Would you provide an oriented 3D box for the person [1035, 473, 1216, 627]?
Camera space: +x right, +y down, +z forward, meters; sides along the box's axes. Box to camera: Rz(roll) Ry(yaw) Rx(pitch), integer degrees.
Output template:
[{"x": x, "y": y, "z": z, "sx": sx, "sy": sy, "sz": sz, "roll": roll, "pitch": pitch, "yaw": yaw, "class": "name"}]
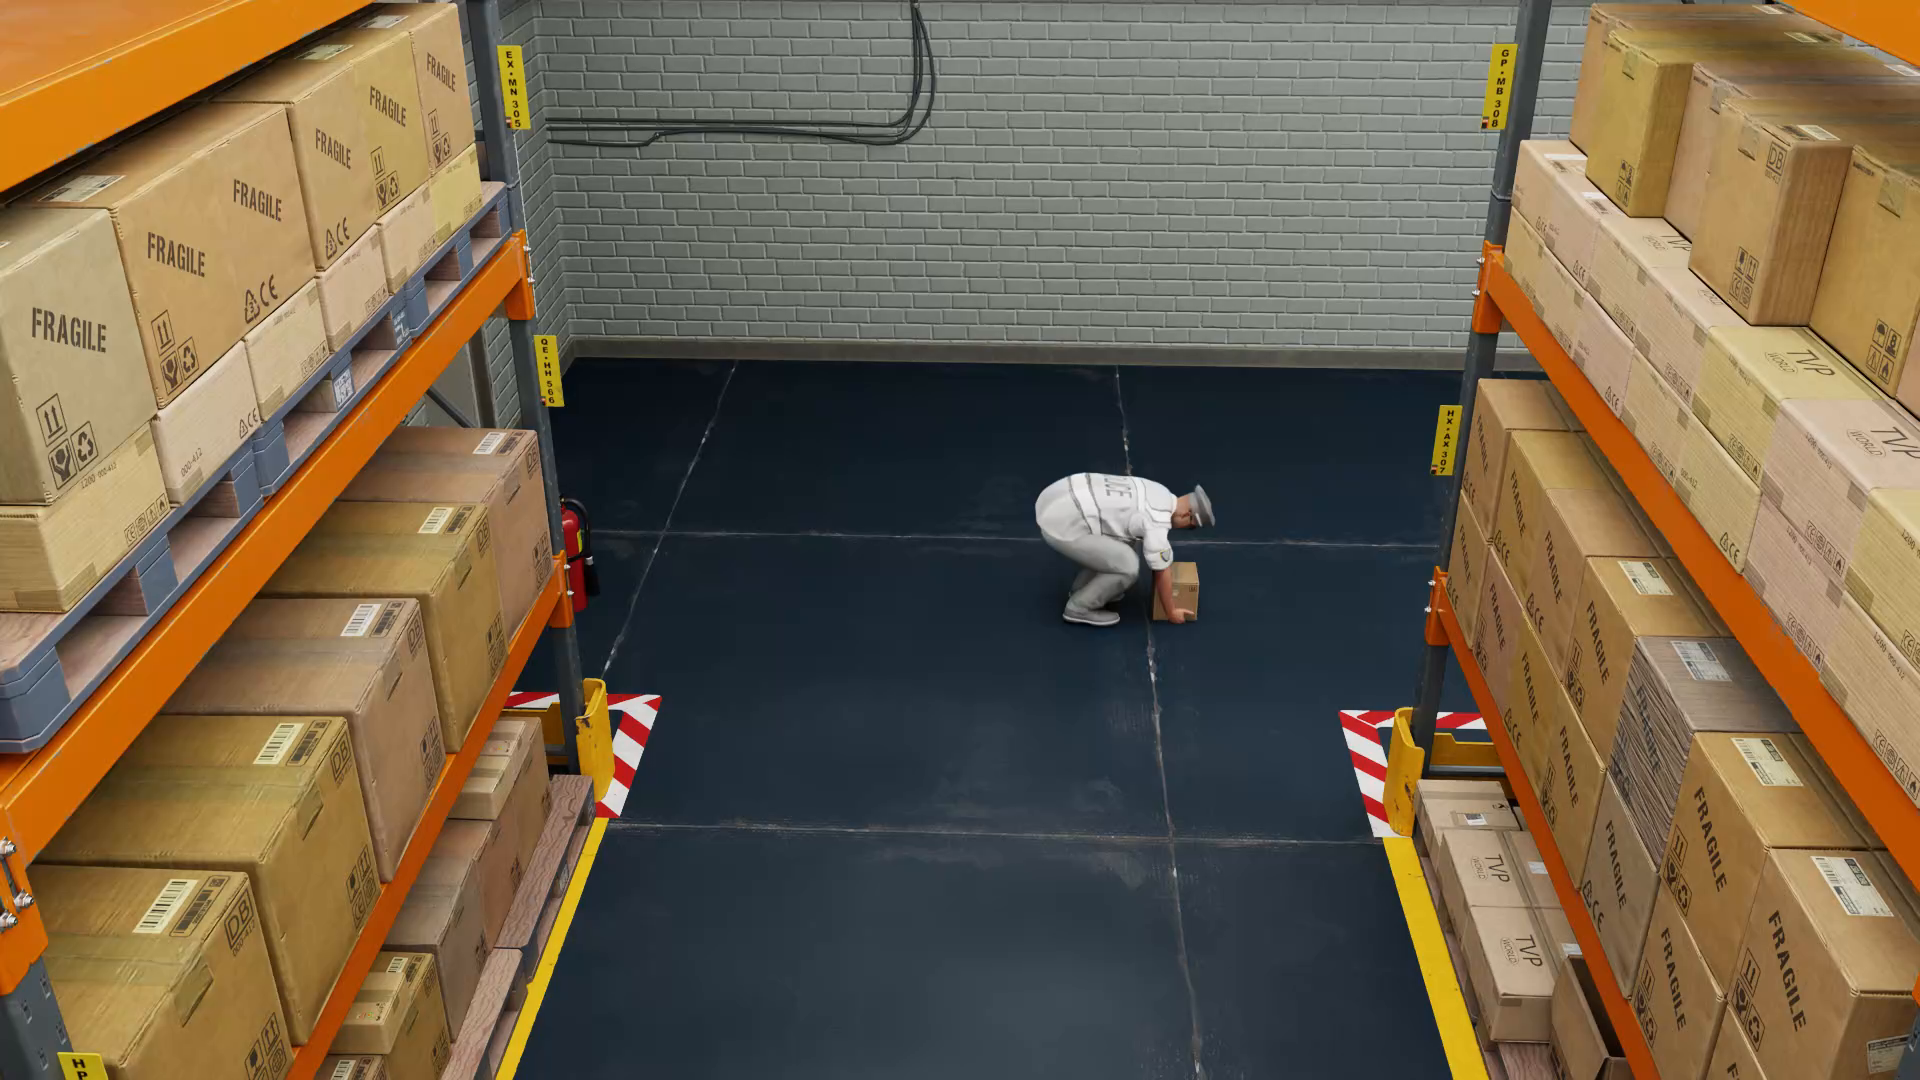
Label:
[{"x": 0.943, "y": 0.042, "z": 9.529, "sx": 1.031, "sy": 0.865, "sz": 0.524, "roll": 0, "pitch": 28, "yaw": 0, "class": "person"}]
